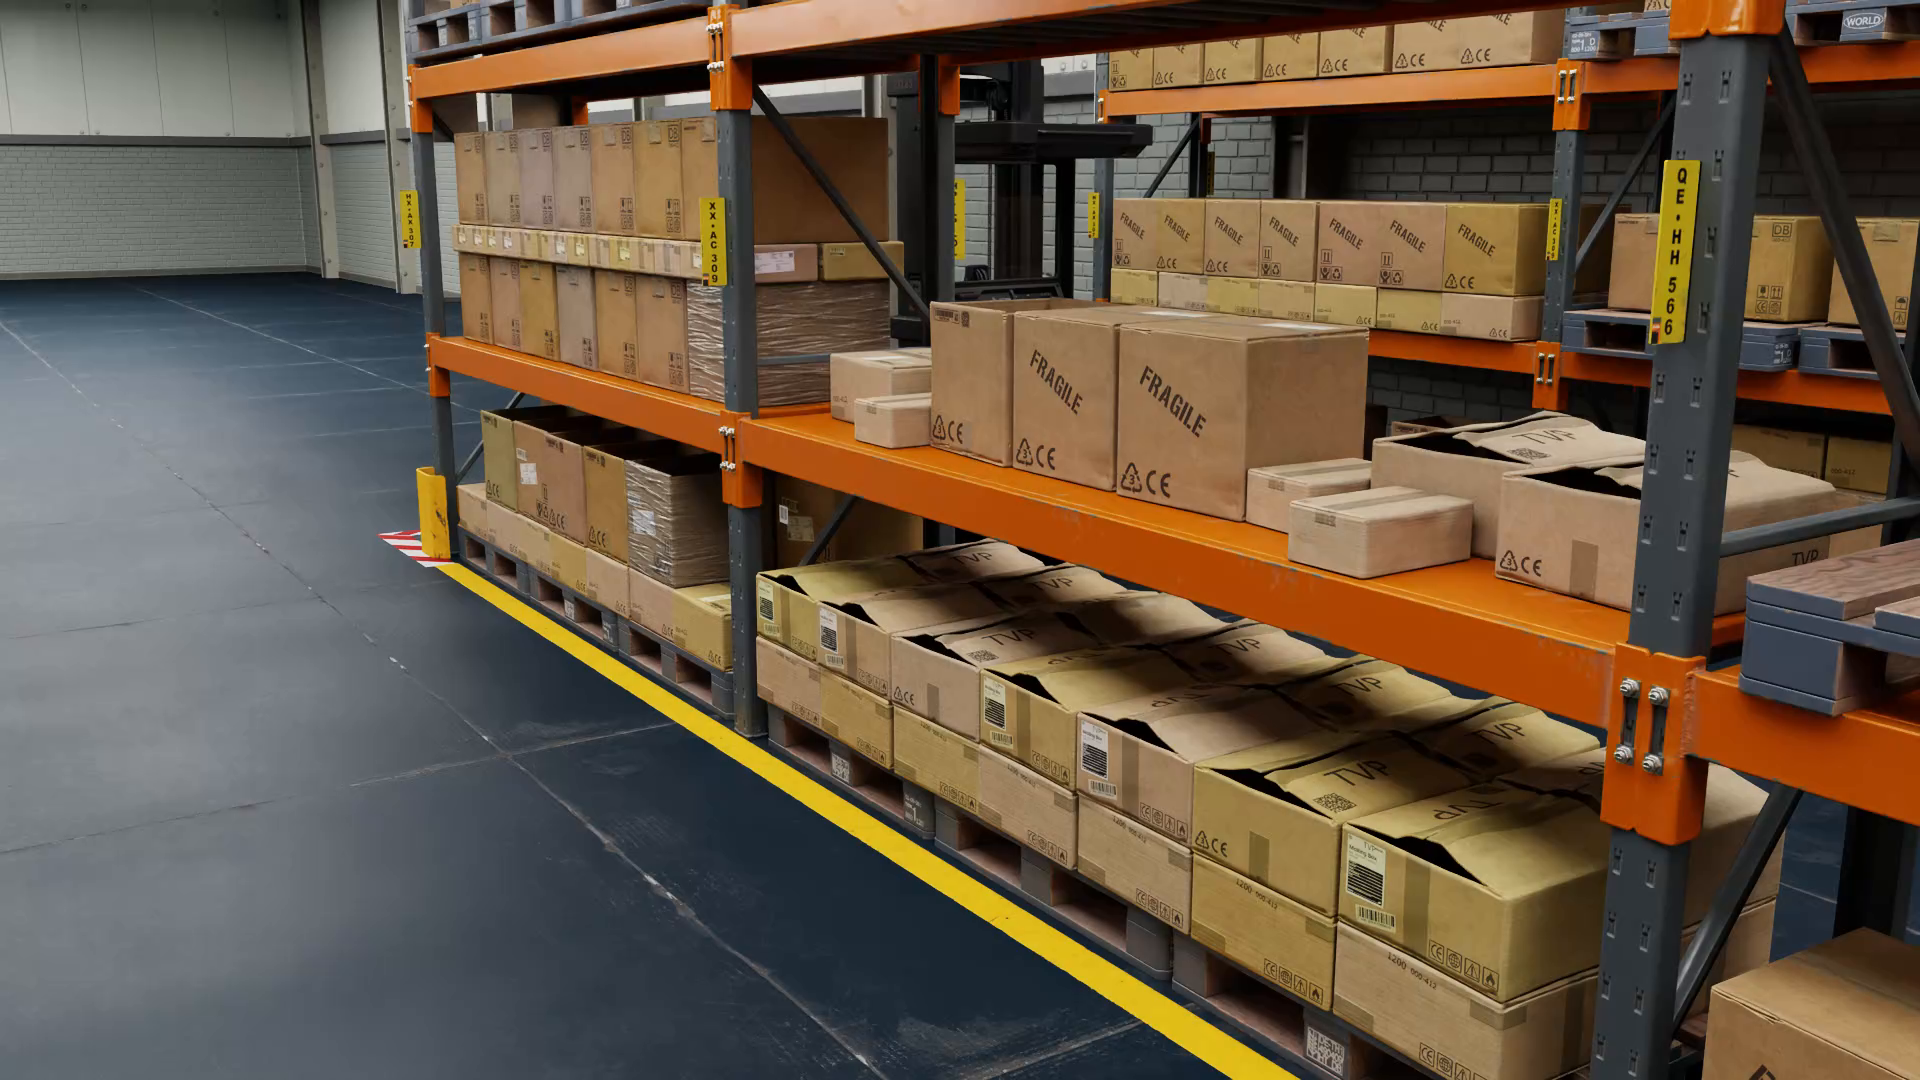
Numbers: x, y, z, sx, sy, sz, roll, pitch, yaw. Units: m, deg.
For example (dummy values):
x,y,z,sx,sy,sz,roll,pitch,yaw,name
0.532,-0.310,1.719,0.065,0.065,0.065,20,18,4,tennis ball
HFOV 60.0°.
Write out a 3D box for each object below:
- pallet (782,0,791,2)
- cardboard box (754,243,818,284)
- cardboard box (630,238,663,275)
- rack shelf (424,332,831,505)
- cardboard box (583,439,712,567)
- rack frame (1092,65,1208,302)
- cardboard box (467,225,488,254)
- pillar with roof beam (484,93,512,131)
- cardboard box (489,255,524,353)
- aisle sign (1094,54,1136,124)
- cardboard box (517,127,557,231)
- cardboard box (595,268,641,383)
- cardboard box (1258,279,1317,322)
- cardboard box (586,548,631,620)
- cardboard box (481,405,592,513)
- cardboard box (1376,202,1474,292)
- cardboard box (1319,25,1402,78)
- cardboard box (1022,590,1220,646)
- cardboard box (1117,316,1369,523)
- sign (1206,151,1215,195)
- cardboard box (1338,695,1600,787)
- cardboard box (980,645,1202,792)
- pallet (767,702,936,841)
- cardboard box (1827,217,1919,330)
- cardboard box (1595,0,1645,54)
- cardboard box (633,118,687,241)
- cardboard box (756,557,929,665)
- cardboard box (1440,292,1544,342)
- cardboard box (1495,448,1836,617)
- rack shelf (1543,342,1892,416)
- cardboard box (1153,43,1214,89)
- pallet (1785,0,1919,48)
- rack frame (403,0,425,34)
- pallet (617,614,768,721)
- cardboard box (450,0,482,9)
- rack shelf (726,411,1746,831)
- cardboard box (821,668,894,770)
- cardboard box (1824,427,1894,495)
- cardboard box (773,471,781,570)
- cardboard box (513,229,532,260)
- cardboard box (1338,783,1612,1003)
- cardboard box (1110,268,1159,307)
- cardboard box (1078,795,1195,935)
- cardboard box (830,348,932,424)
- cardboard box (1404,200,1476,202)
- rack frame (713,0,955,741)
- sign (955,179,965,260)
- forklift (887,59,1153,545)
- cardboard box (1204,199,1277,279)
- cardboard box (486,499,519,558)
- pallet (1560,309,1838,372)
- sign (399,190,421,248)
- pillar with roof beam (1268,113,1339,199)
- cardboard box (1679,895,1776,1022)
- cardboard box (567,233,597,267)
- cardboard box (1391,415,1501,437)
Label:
x,y,z,sx,sy,sz,roll,pitch,yaw,name
0.030,-1.946,5.665,0.805,0.209,1.217,-9,15,-35,pallet
-0.798,-1.118,6.701,0.380,0.149,0.250,-8,15,-33,cardboard box
-1.227,-1.255,7.328,0.380,0.149,0.250,-8,15,-33,cardboard box
-1.577,-0.734,8.379,1.077,0.370,4.000,-8,15,-33,rack shelf
-1.455,-0.193,7.921,0.500,0.500,0.500,-8,15,-33,cardboard box
1.437,-2.028,12.613,1.000,3.000,0.127,-8,15,-33,rack frame
-2.499,-1.665,9.200,0.380,0.149,0.250,-9,15,-34,cardboard box
-11.012,-7.628,24.180,9.100,9.000,0.400,-8,15,-33,pillar with roof beam
-2.142,-1.312,9.107,0.700,0.500,0.500,-8,14,-31,cardboard box
1.147,-3.275,12.231,0.394,0.787,0.004,-8,15,-33,aisle sign
-1.832,-1.847,8.515,0.700,0.500,0.500,-8,15,-33,cardboard box
-1.293,-1.039,7.858,0.700,0.500,0.500,-8,15,-32,cardboard box
2.298,-1.568,10.814,0.500,0.250,0.500,-8,15,-32,cardboard box
-1.466,0.175,7.994,0.500,0.250,0.500,-8,15,-33,cardboard box
-2.295,-0.459,9.135,0.500,0.500,0.500,-8,15,-33,cardboard box
2.852,-1.755,9.914,0.500,0.500,0.500,-8,15,-33,cardboard box
2.559,-3.086,10.152,0.500,0.500,0.500,-9,15,-35,cardboard box
0.562,0.354,5.864,0.500,0.311,0.500,-8,15,-33,cardboard box
0.804,-0.363,4.768,0.500,0.500,0.500,-9,15,-36,cardboard box
1.910,-2.810,12.740,0.100,0.325,0.005,-8,15,-33,sign
1.403,0.626,4.619,0.500,0.311,0.500,-9,15,-34,cardboard box
0.405,0.511,5.144,0.500,0.311,0.500,-8,14,-31,cardboard box
-0.028,0.759,6.395,1.003,0.211,1.213,-8,15,-33,pallet
4.601,-1.272,7.893,0.700,0.500,0.500,-6,14,-25,cardboard box
3.591,-2.957,9.562,0.500,0.500,0.500,-8,14,-31,cardboard box
-1.001,-1.580,7.294,0.700,0.500,0.500,-8,15,-33,cardboard box
-0.447,0.238,6.394,0.500,0.311,0.500,-8,15,-33,cardboard box
3.138,-1.301,9.595,0.500,0.250,0.500,-8,15,-33,cardboard box
1.582,-0.044,3.751,0.500,0.311,0.500,-7,14,-29,cardboard box
4.761,-0.609,7.810,1.077,0.370,4.000,-8,15,-33,rack shelf
1.682,-3.363,11.416,0.500,0.500,0.500,-7,14,-29,cardboard box
4.483,-2.383,7.658,1.213,0.211,1.003,-8,15,-33,pallet
-2.685,-4.371,9.288,1.000,3.000,0.127,-8,15,-33,rack frame
-0.875,0.486,7.643,1.003,0.211,1.213,-8,15,-33,pallet
-2.370,-3.127,9.068,0.797,0.503,0.637,-7,14,-29,cardboard box
0.639,-0.022,5.126,1.077,0.370,4.000,-8,15,-33,rack shelf
-0.170,0.601,6.046,0.500,0.250,0.500,-8,14,-31,cardboard box
4.613,-0.378,8.133,0.500,0.250,0.500,-9,15,-34,cardboard box
-0.749,-0.165,7.793,0.500,0.500,0.500,-8,15,-33,cardboard box
-2.074,-1.528,8.574,0.380,0.149,0.250,-9,15,-35,cardboard box
1.252,0.782,3.904,0.500,0.311,0.500,-8,14,-31,cardboard box
1.443,-1.840,12.058,0.500,0.250,0.500,-9,15,-34,cardboard box
0.688,0.874,4.795,0.500,0.250,0.500,-8,15,-31,cardboard box
-0.160,-0.574,6.315,0.500,0.250,0.500,-7,14,-29,cardboard box
3.011,-1.909,10.620,0.500,0.500,0.500,-8,14,-31,cardboard box
-0.469,-0.729,6.676,1.000,3.000,0.127,-8,15,-33,rack frame
-0.023,-1.322,6.862,0.100,0.325,0.005,-8,15,-33,sign
0.394,-1.328,9.573,1.130,2.935,3.031,-10,16,-38,forklift
1.997,-2.028,11.165,0.500,0.500,0.500,-9,15,-35,cardboard box
-2.293,-0.092,9.216,0.500,0.250,0.500,-8,15,-33,cardboard box
3.955,-1.069,8.680,1.003,0.211,1.213,-8,15,-33,pallet
-3.151,-1.838,9.532,0.100,0.325,0.005,-8,15,-33,sign
-1.039,-4.427,9.541,9.100,9.000,0.400,-8,15,-33,pillar with roof beam
1.701,0.992,4.256,0.500,0.250,0.500,-8,15,-33,cardboard box
-1.650,-1.391,7.949,0.380,0.149,0.250,-8,14,-31,cardboard box
3.044,-0.490,10.402,0.500,0.500,0.500,-9,16,-37,cardboard box
